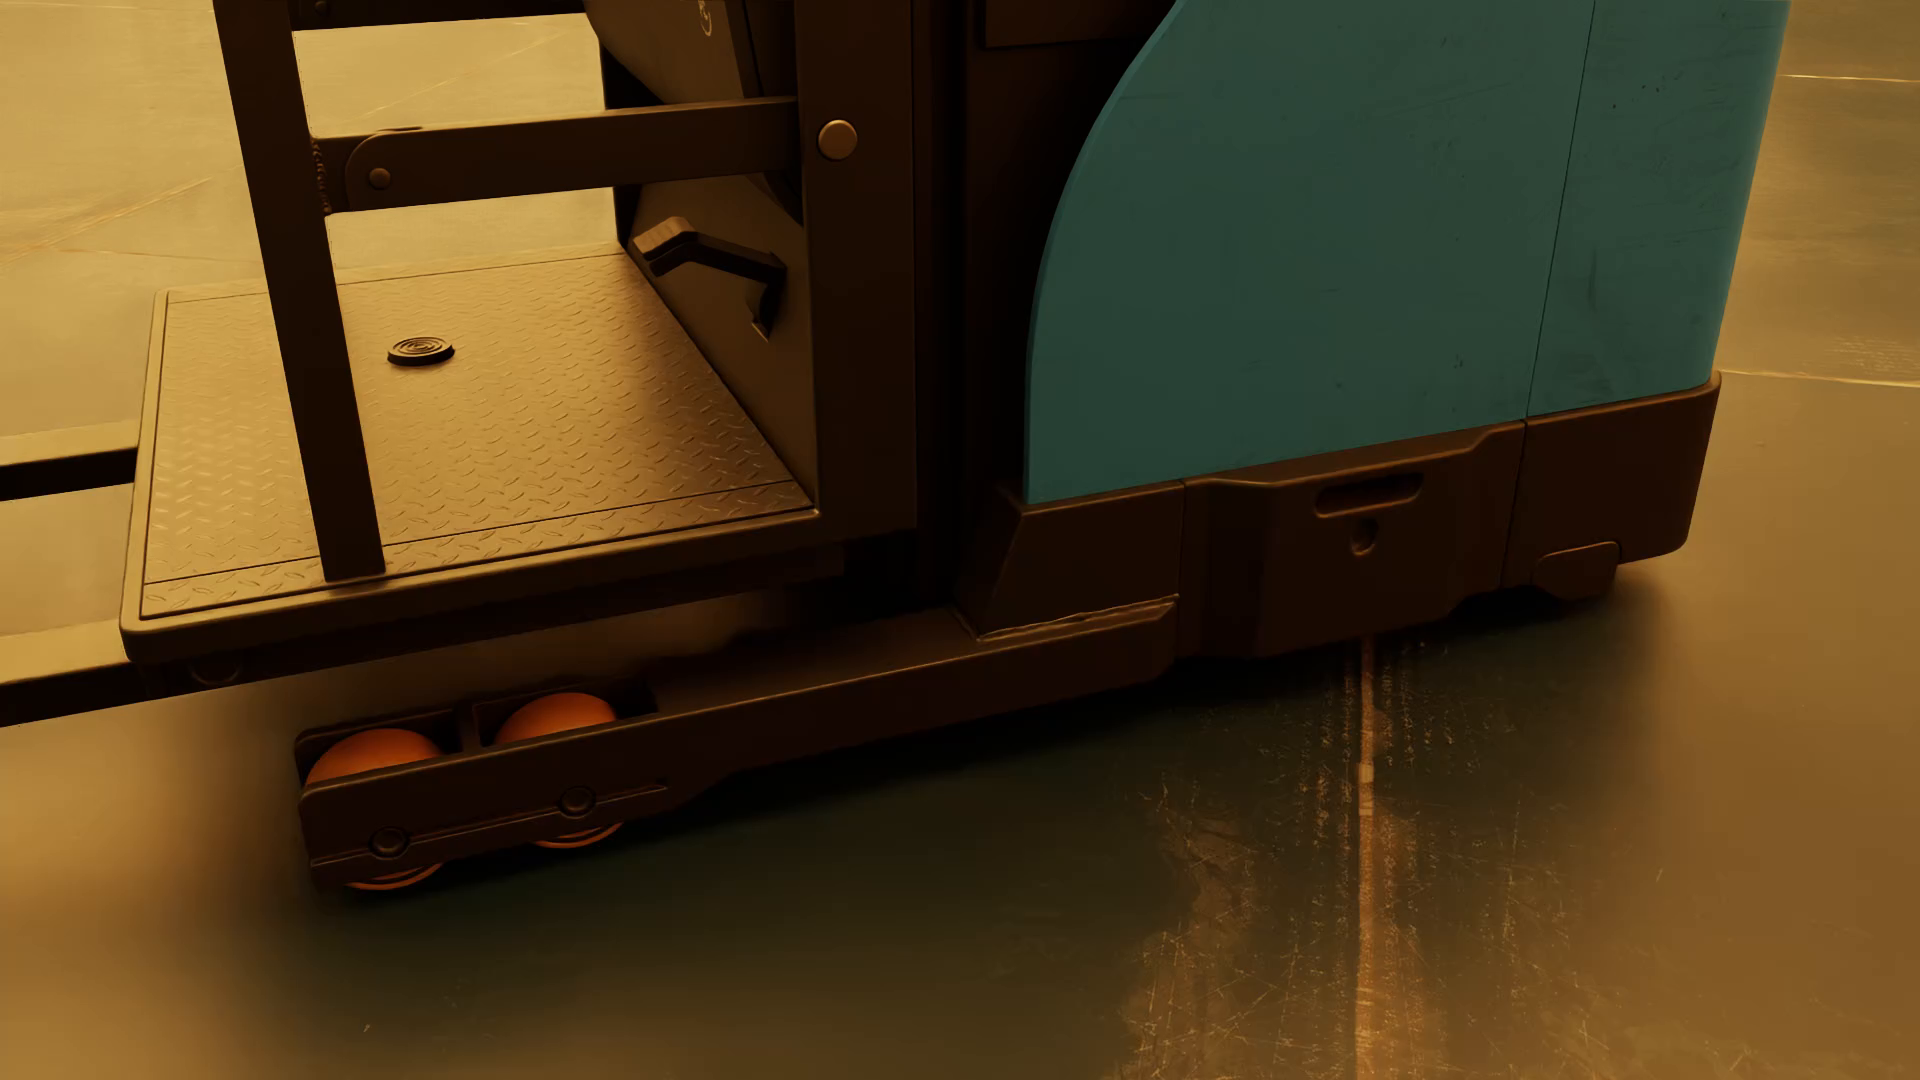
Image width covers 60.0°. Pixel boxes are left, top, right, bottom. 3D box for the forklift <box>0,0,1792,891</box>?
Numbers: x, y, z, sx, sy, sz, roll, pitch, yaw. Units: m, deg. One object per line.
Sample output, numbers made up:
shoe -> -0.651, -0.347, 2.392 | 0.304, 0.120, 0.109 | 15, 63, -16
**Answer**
forklift -> -0.534, -1.208, 1.640 | 3.031, 2.935, 1.130 | -10, 29, -19
